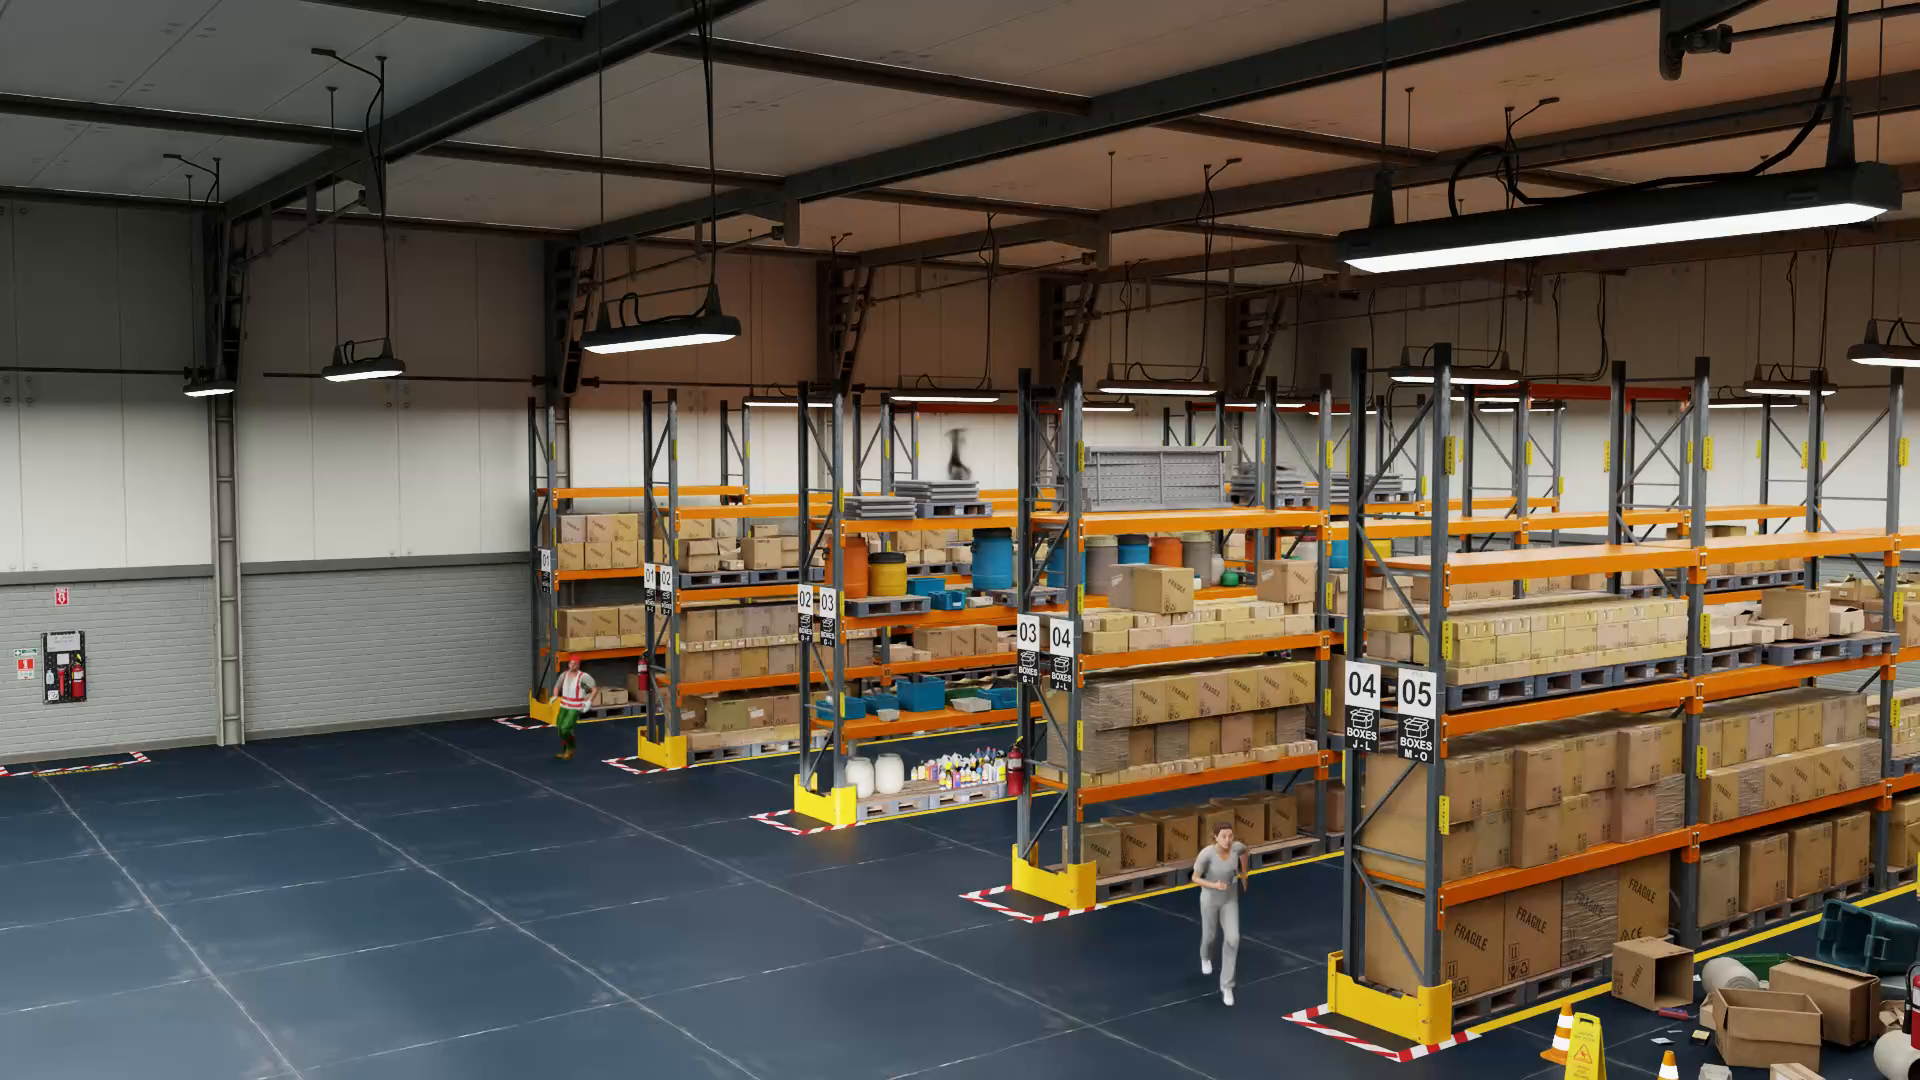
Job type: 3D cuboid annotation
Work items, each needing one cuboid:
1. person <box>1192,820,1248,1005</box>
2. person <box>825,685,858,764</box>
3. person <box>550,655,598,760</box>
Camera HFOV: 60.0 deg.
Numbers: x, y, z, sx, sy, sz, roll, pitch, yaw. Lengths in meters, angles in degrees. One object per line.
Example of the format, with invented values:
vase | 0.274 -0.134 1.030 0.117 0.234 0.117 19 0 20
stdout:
person | 2.433 3.437 15.663 0.597 1.690 0.935 0 3 -7
person | -1.812 2.916 25.451 0.646 1.496 0.811 1 4 23
person | -6.276 2.706 26.804 0.719 1.722 0.563 1 4 23
